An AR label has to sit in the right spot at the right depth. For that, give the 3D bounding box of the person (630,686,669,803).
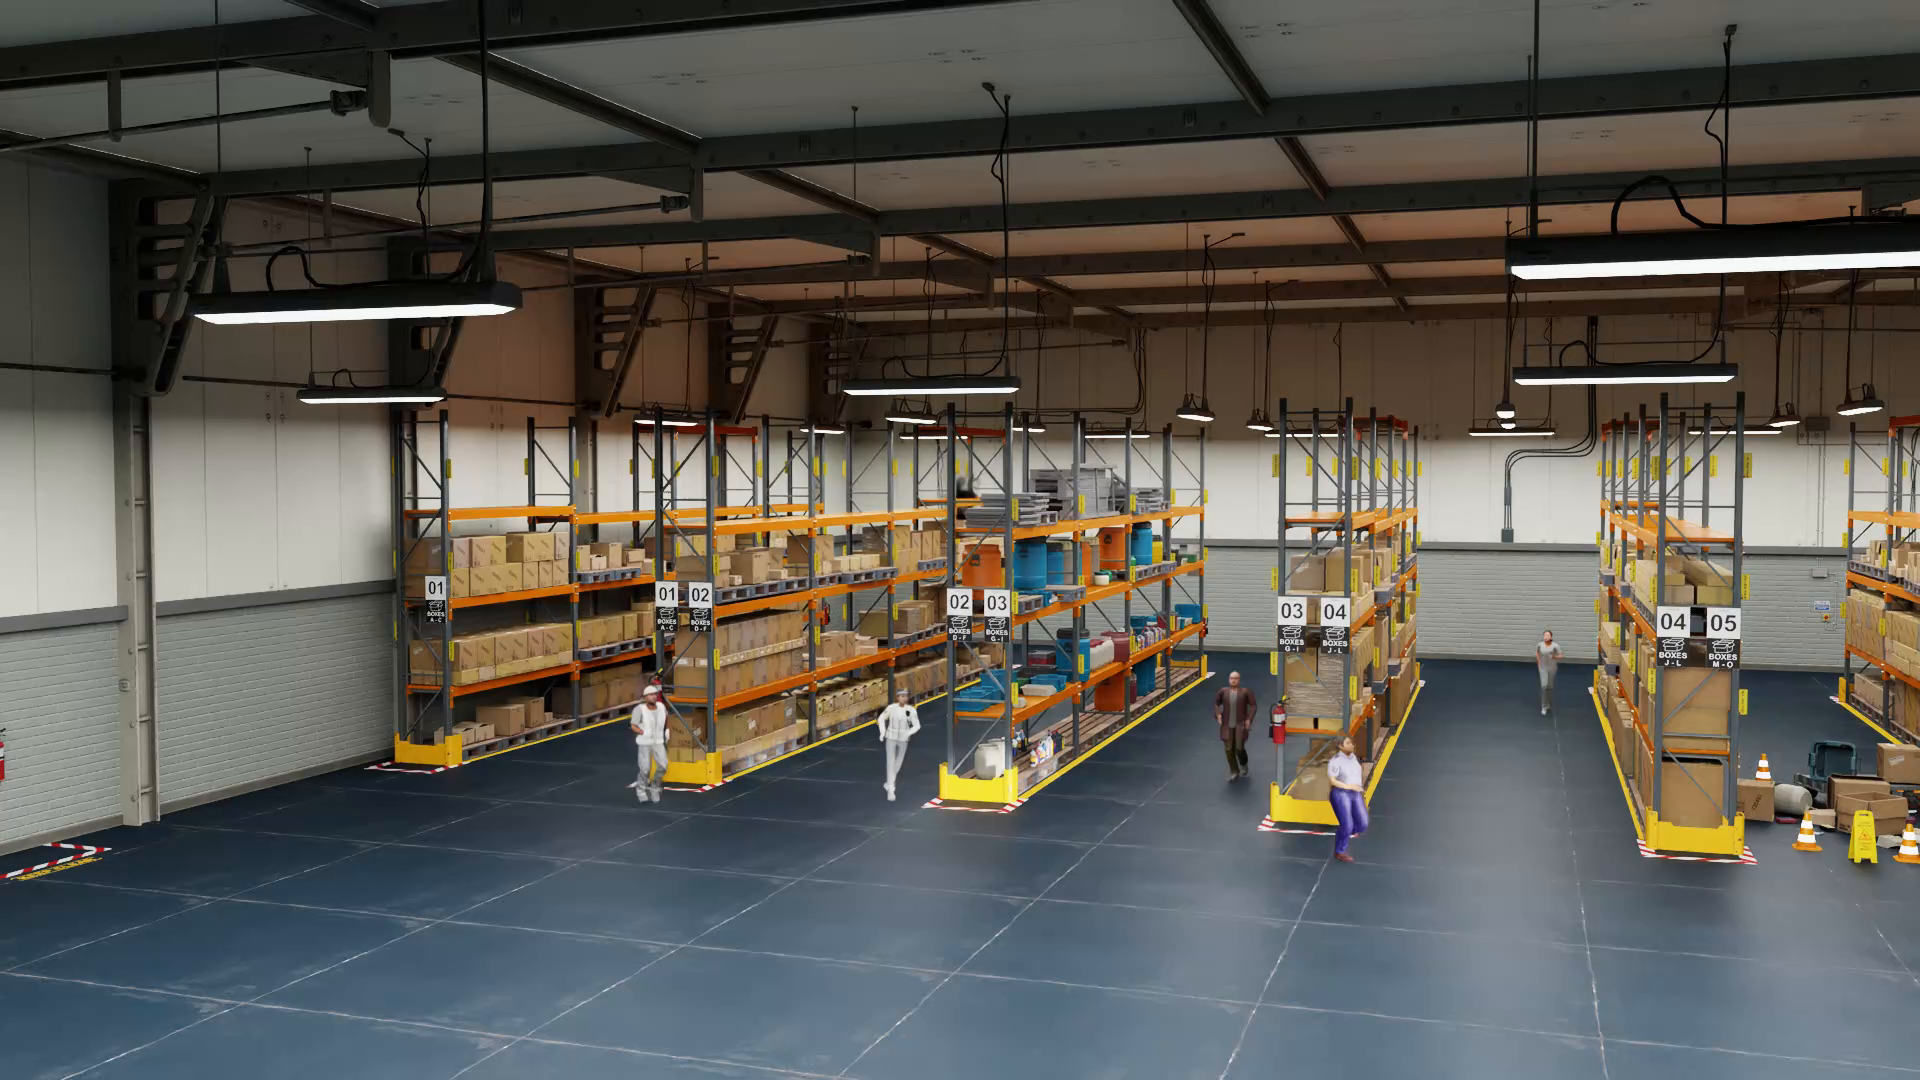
[{"bbox_3d":[-4.576,3.063,24.816,0.710,1.785,0.676,-2,3,-35],"label":"person"}]

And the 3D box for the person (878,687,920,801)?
[{"bbox_3d":[-0.926,3.085,25.447,0.631,1.696,0.789,0,2,-8],"label":"person"}]

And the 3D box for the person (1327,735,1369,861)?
[{"bbox_3d":[4.954,3.291,21.207,0.624,1.601,0.537,-2,3,-36],"label":"person"}]

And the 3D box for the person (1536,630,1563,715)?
[{"bbox_3d":[12.117,2.705,34.202,0.544,1.719,0.824,1,3,20],"label":"person"}]

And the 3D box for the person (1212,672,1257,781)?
[{"bbox_3d":[4.402,2.985,26.747,0.718,1.743,0.637,1,3,21],"label":"person"}]
